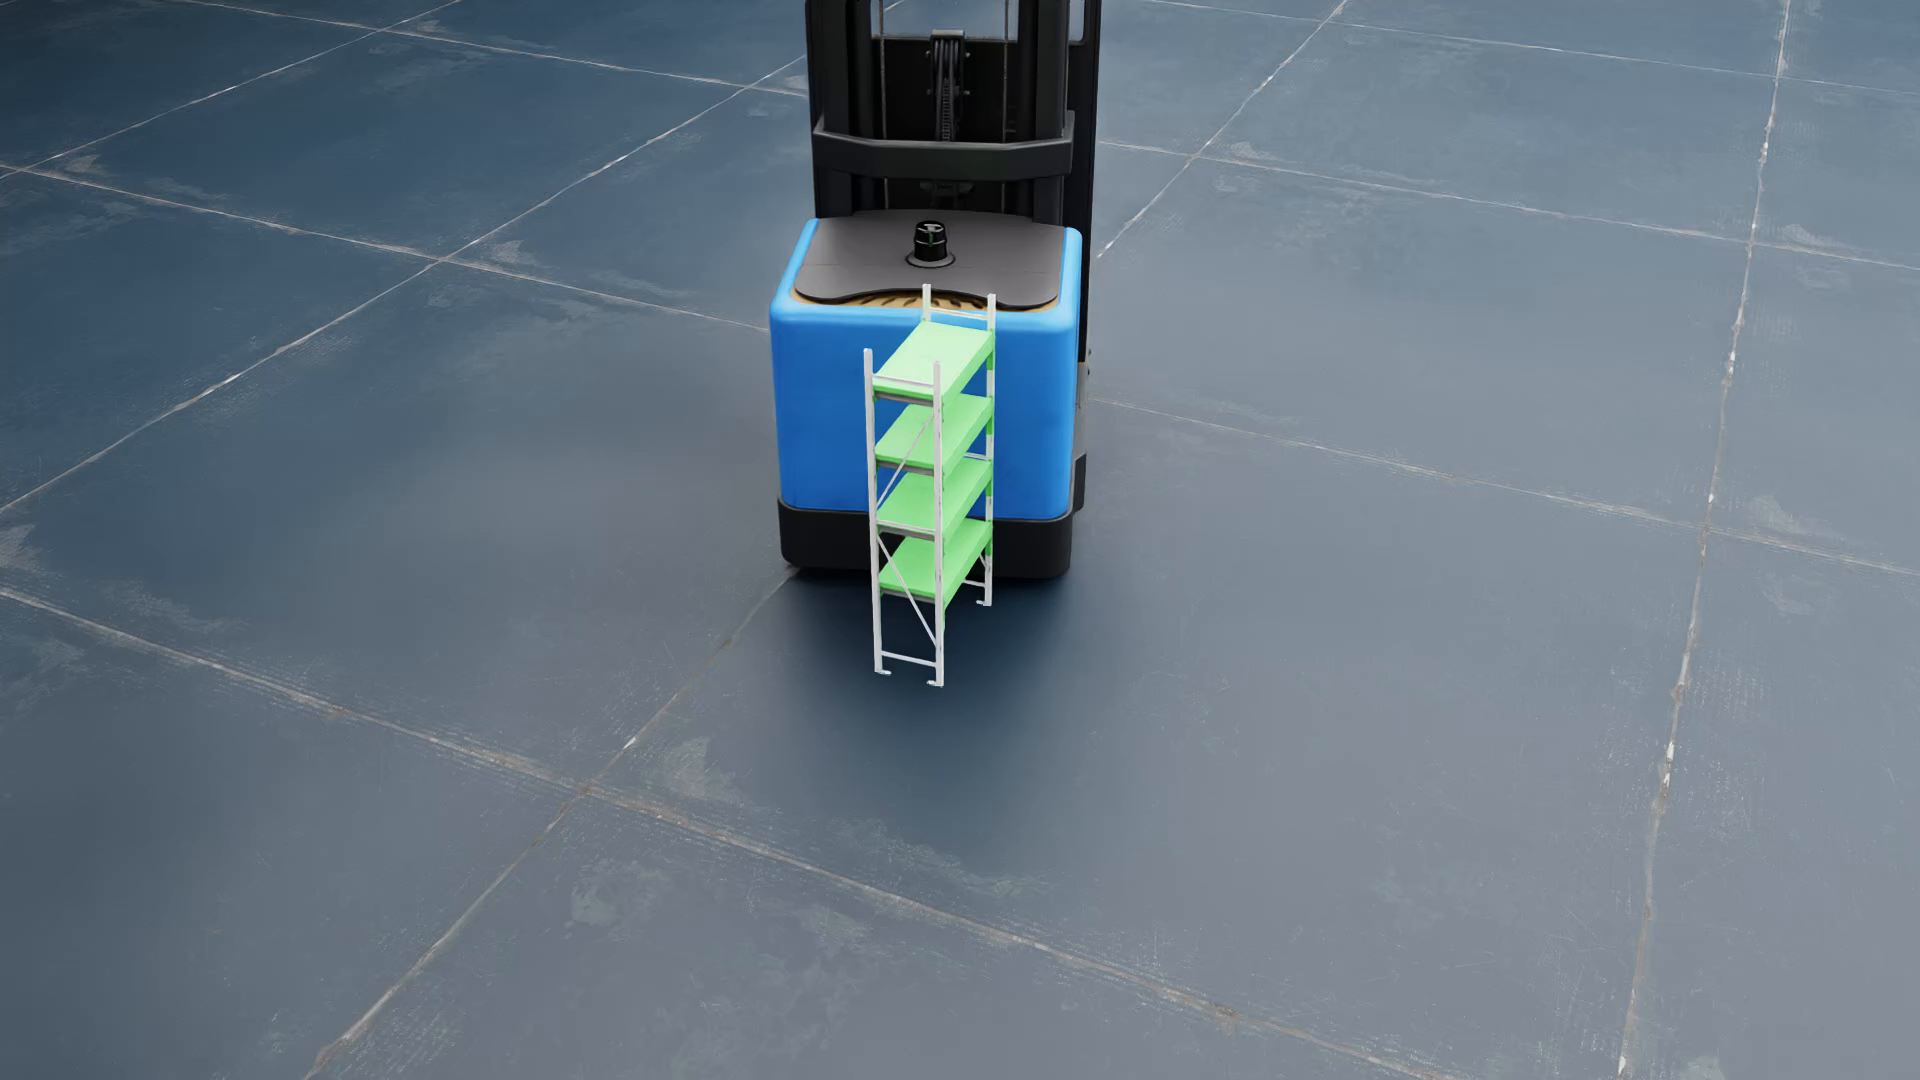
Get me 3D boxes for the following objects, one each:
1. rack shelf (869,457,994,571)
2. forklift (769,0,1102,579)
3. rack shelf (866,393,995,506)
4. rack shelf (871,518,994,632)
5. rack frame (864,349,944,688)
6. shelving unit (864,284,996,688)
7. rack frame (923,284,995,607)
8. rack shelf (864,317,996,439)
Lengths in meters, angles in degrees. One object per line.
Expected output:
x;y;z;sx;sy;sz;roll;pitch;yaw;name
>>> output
-0.087;-0.111;5.442;0.258;0.148;0.480;11;35;17;rack shelf
-0.002;-1.875;6.436;1.130;2.935;3.031;3;33;4;forklift
-0.087;-0.312;5.310;0.258;0.148;0.480;11;35;17;rack shelf
-0.087;0.090;5.573;0.258;0.148;0.480;11;35;17;rack shelf
-0.170;-0.039;5.215;0.240;1.200;0.015;11;35;17;rack frame
-0.087;-0.165;5.407;0.258;1.200;0.503;11;35;17;shelving unit
-0.004;-0.290;5.599;0.240;1.200;0.015;11;35;17;rack frame
-0.087;-0.513;5.179;0.258;0.148;0.480;11;35;17;rack shelf
